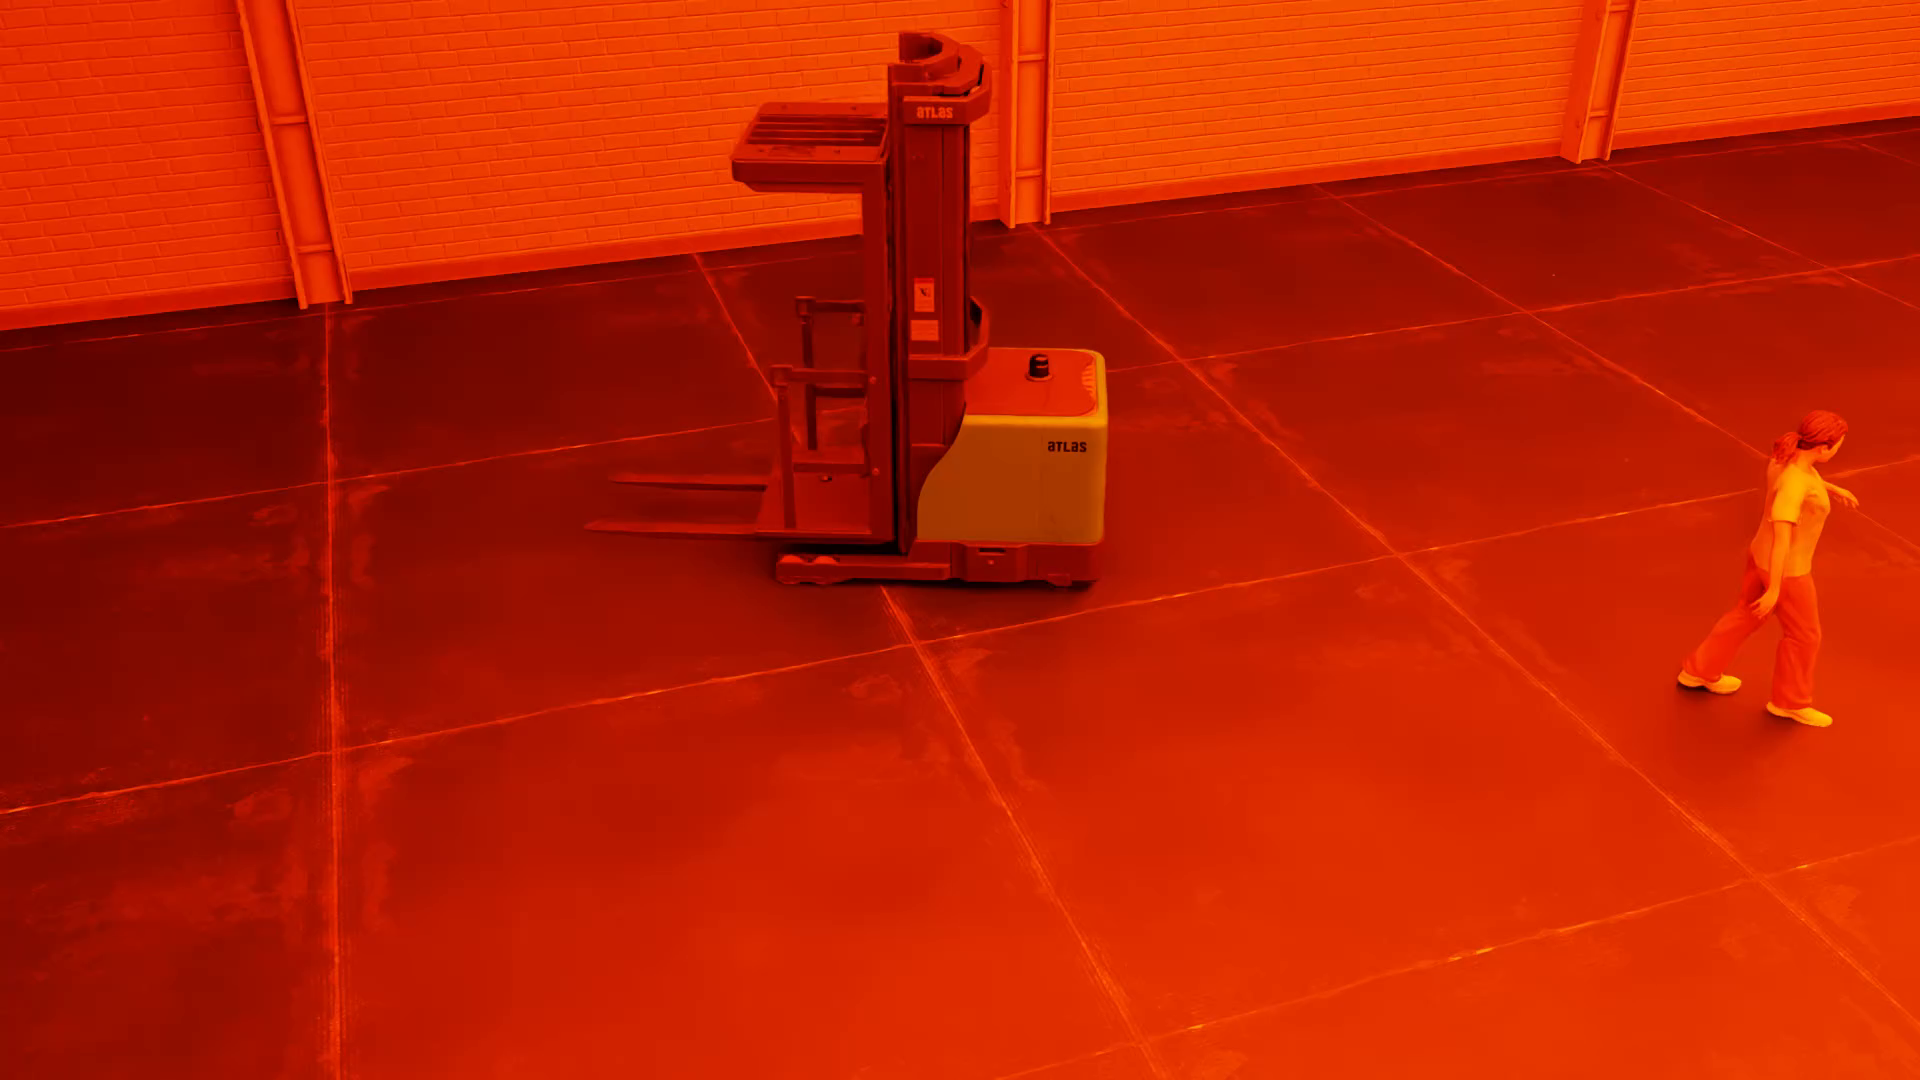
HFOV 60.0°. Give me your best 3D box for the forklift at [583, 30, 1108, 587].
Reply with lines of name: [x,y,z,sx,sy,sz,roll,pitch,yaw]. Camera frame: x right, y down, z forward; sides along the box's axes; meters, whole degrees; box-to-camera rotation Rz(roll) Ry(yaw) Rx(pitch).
forklift: [-0.670,-1.269,9.293,3.031,2.935,1.130,1,30,3]

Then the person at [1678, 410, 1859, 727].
person: [4.080,0.137,8.151,0.718,1.655,0.876,7,31,11]
